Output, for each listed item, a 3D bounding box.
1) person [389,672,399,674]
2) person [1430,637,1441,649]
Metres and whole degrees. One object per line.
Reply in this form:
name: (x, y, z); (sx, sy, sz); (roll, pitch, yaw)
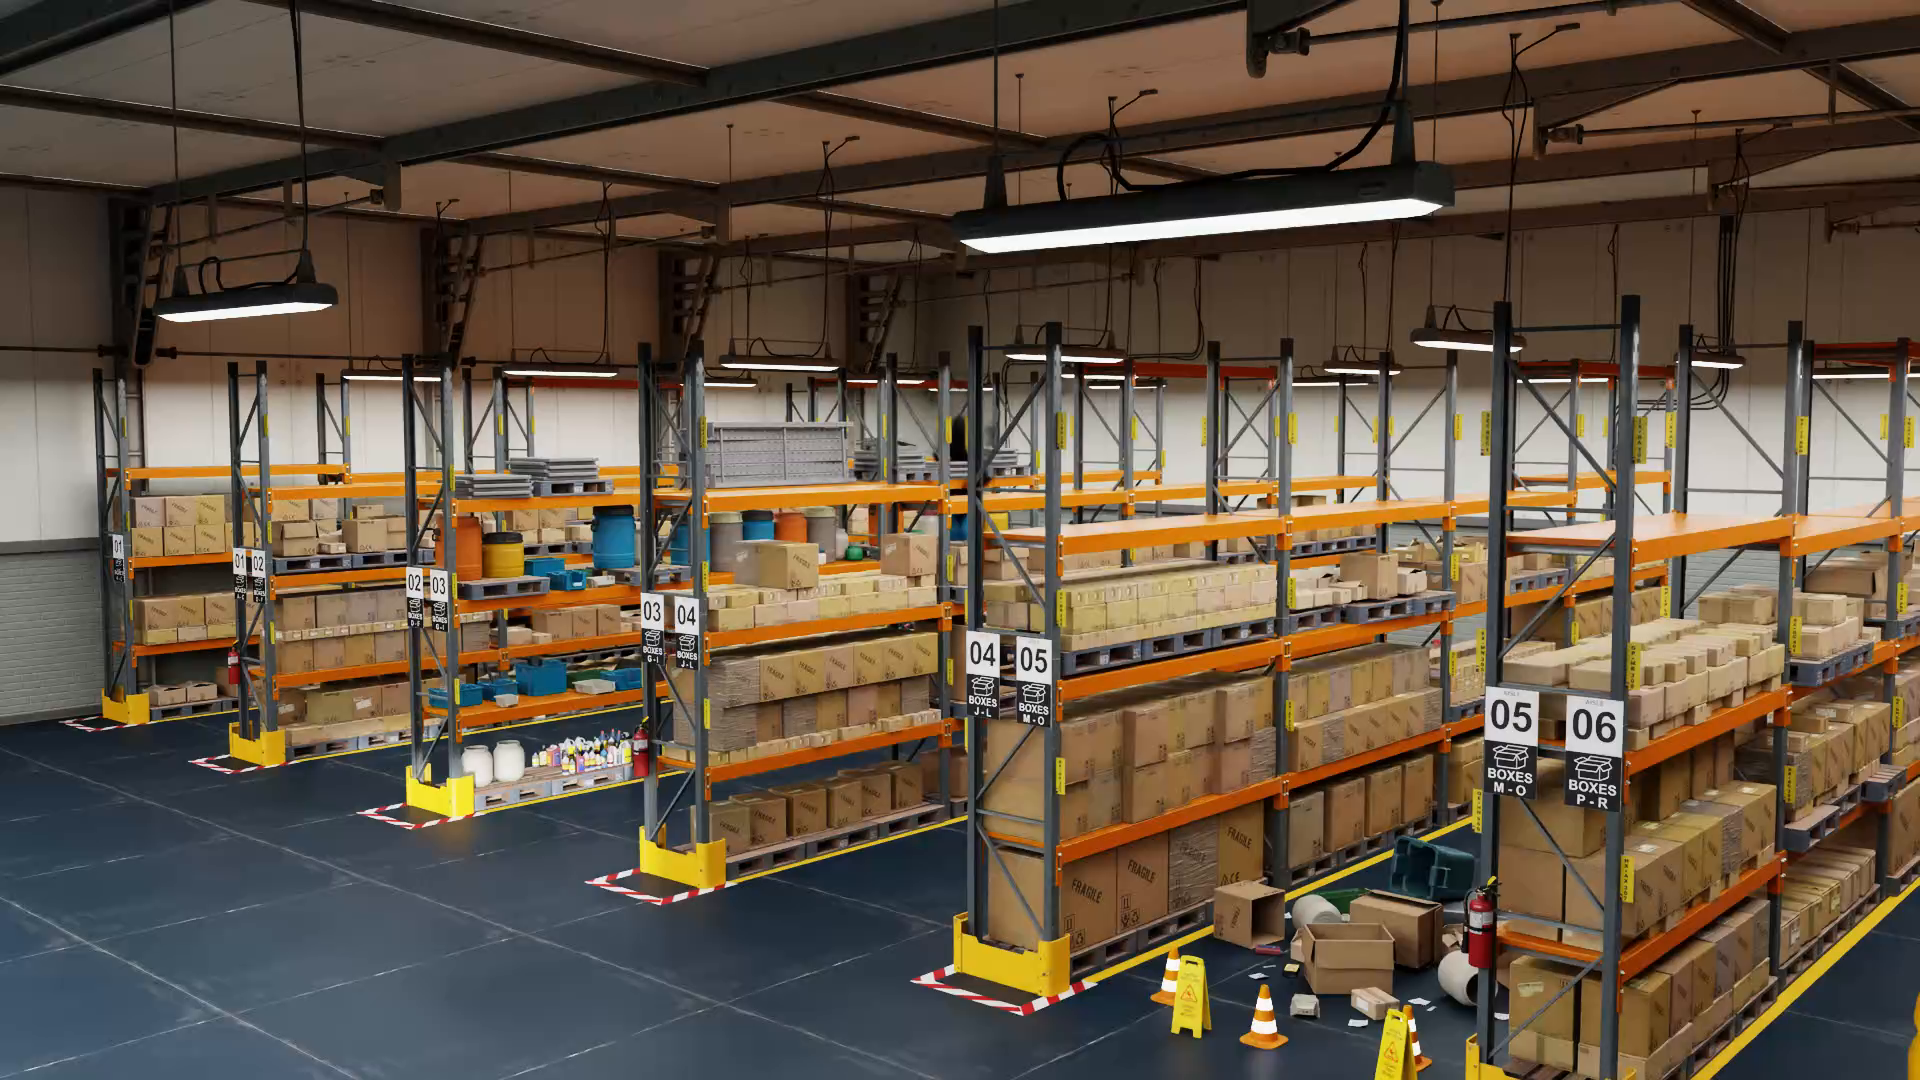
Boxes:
person: (-9.637, 2.224, 28.313); (0.564, 1.653, 0.970); (3, 5, 38)
person: (7.377, 2.406, 25.612); (0.616, 1.833, 0.746); (4, 6, 43)
